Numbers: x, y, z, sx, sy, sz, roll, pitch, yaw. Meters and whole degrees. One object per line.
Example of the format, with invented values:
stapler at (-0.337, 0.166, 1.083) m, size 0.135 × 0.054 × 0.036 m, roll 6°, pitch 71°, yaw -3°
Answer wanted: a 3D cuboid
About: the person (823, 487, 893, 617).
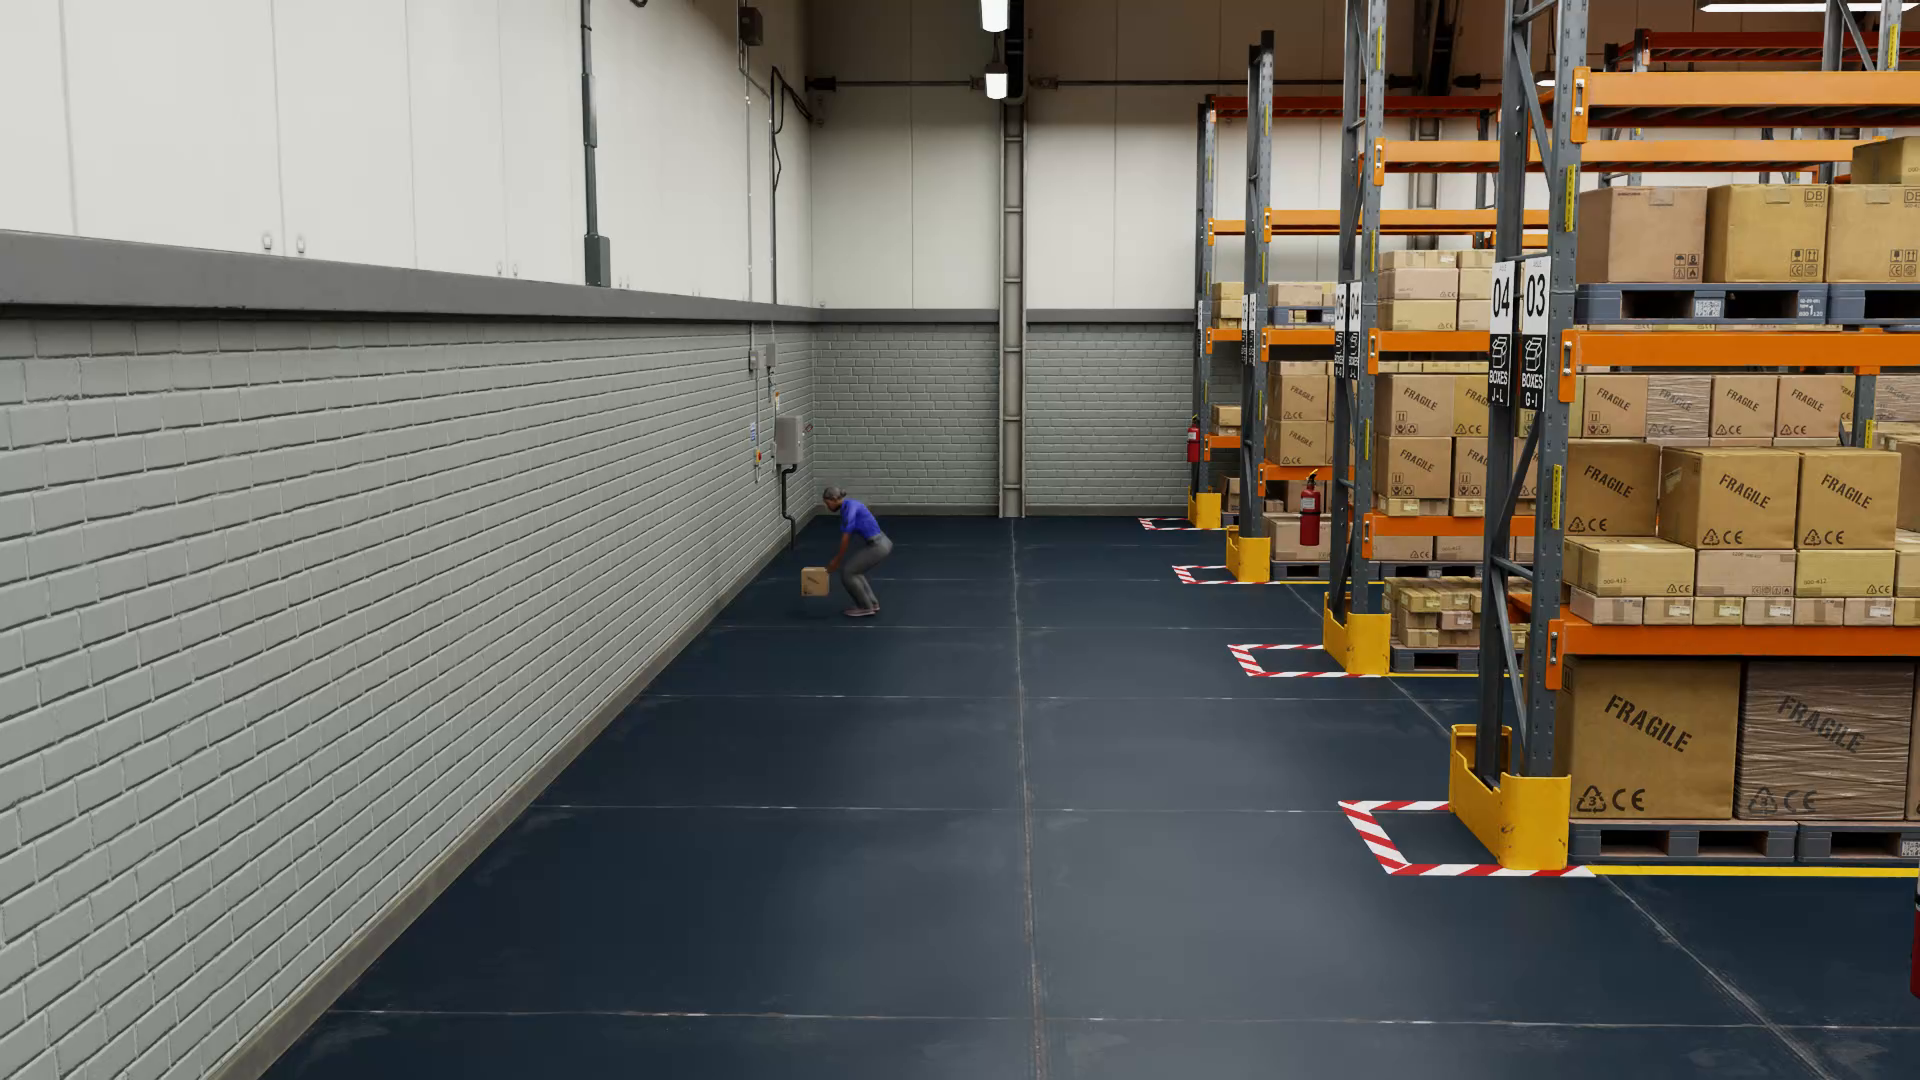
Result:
person at (-1.013, 0.110, 16.456) m, size 0.682 × 1.280 × 0.498 m, roll 0°, pitch 7°, yaw 1°
